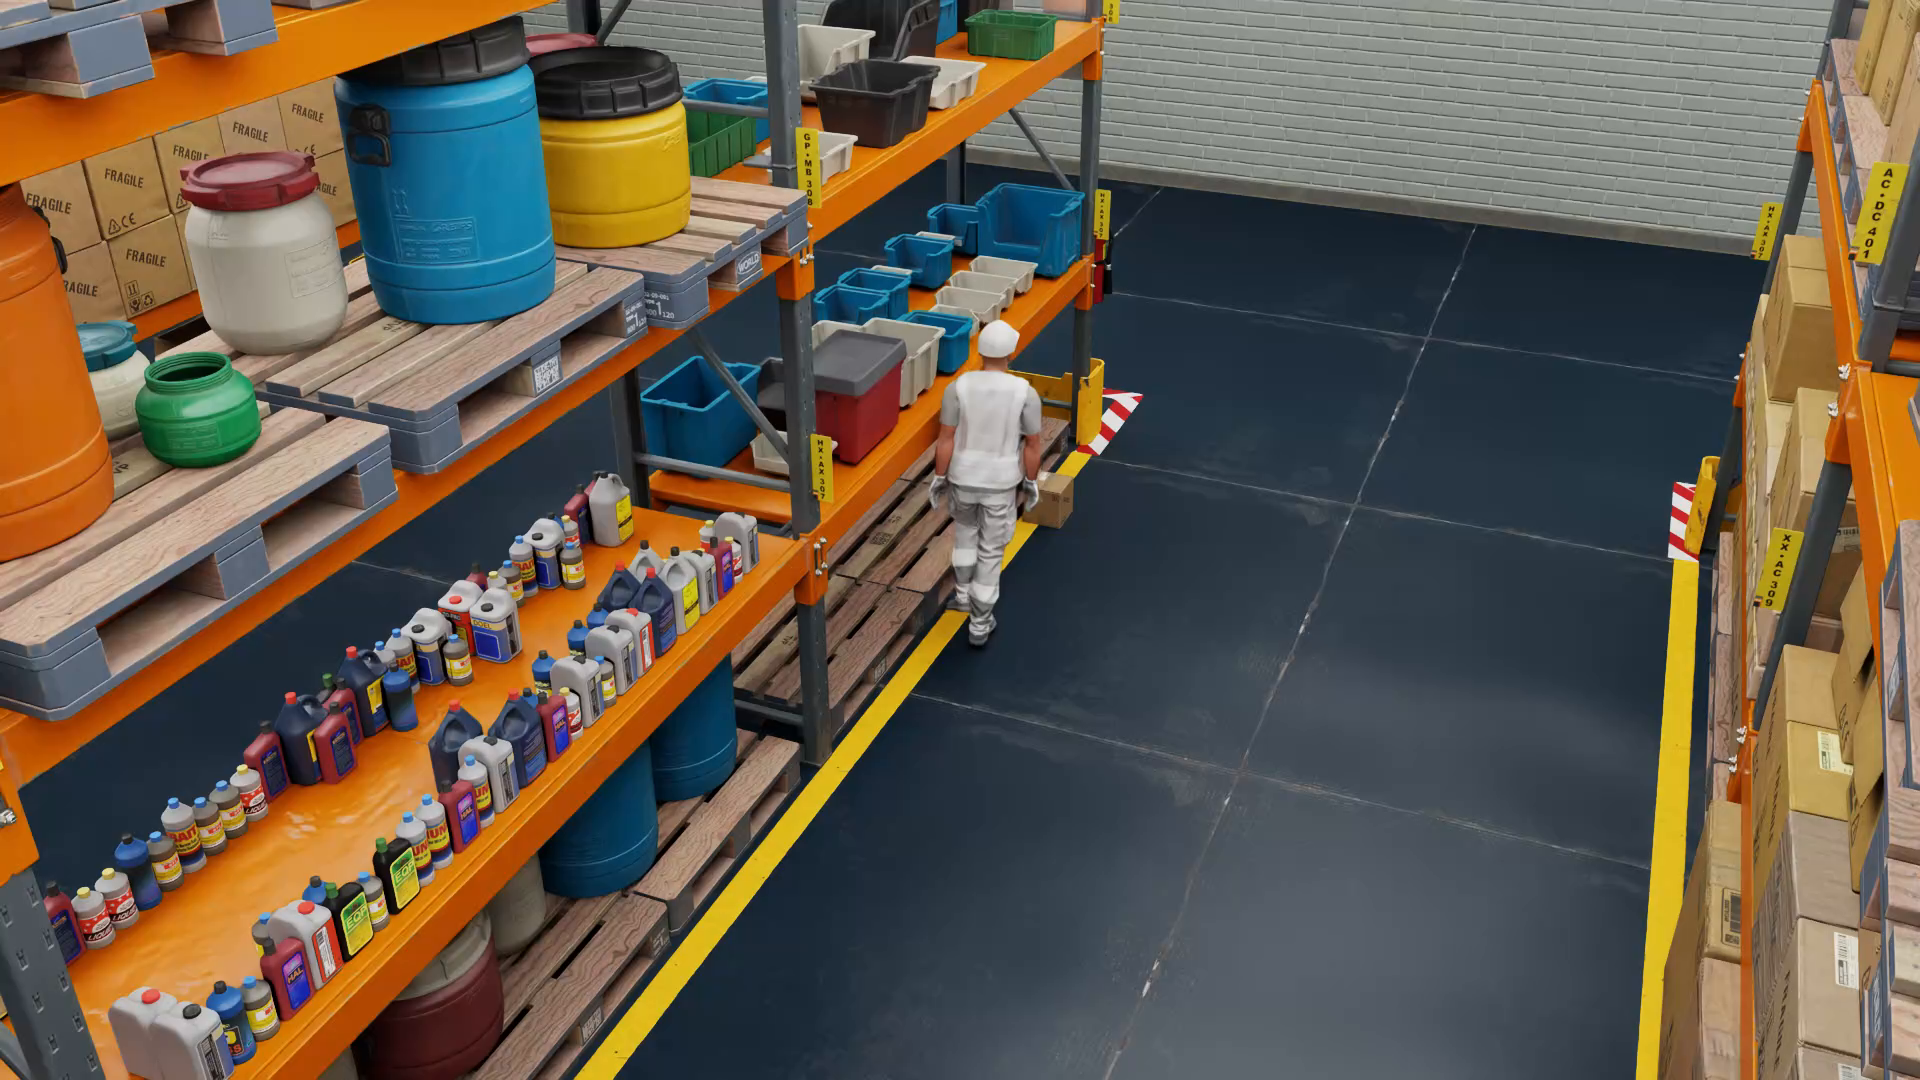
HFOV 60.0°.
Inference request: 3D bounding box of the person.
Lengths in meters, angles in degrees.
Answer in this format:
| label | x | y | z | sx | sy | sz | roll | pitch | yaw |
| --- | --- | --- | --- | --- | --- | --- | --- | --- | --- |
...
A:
| label | x | y | z | sx | sy | sz | roll | pitch | yaw |
| --- | --- | --- | --- | --- | --- | --- | --- | --- | --- |
| person | 0.139 | -0.306 | 8.891 | 0.580 | 1.776 | 0.527 | 6 | 30 | 11 |
